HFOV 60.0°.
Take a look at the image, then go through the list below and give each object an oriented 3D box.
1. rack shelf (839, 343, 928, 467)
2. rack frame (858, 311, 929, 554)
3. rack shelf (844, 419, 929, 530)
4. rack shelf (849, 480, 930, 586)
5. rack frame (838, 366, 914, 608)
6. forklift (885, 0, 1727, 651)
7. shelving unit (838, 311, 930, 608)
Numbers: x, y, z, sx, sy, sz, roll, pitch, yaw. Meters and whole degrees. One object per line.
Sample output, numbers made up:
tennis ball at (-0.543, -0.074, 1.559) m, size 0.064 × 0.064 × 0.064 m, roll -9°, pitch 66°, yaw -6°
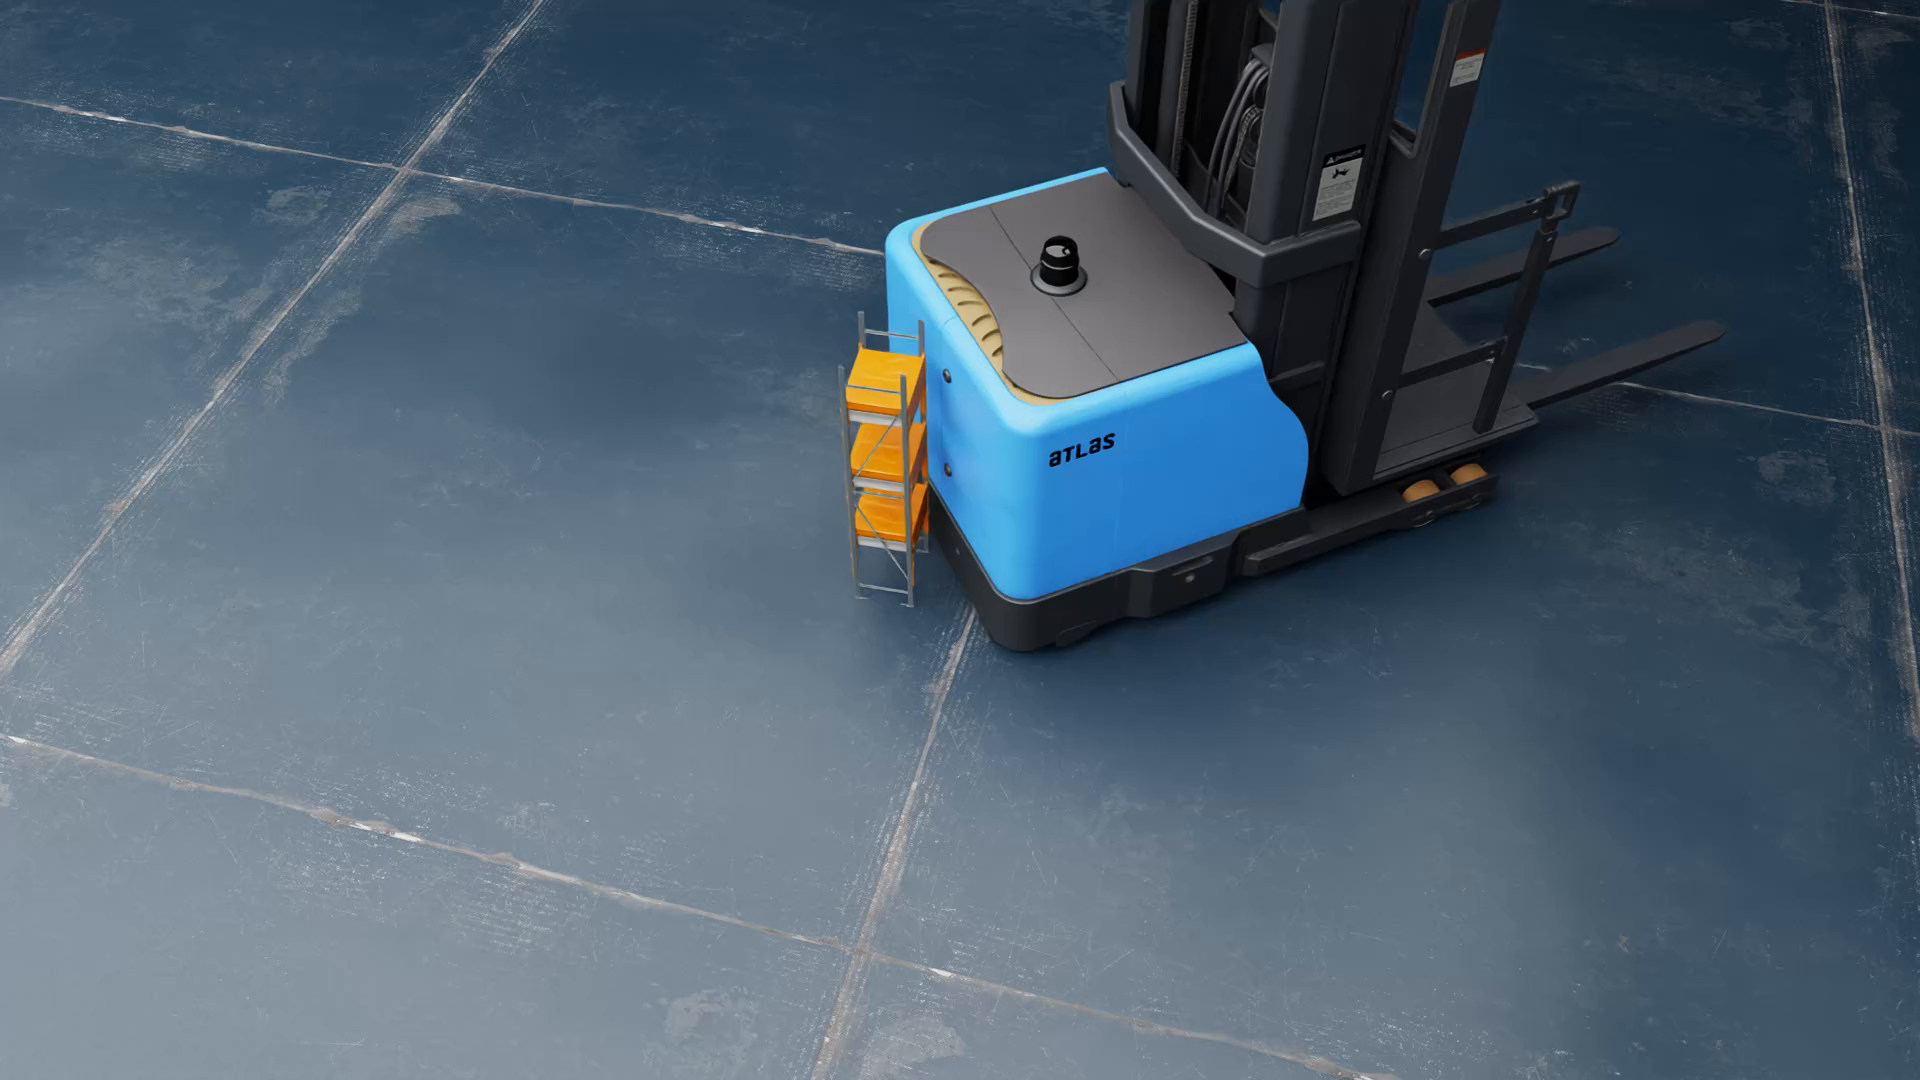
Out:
rack shelf at (-0.229, -0.409, 5.046) m, size 0.215 × 0.259 × 0.240 m, roll 9°, pitch 49°, yaw 8°
rack frame at (-0.205, -0.318, 5.330) m, size 0.200 × 1.050 × 0.008 m, roll 9°, pitch 49°, yaw 8°
rack shelf at (-0.229, -0.221, 5.259) m, size 0.215 × 0.259 × 0.240 m, roll 9°, pitch 49°, yaw 8°
rack shelf at (-0.229, -0.037, 5.467) m, size 0.215 × 0.259 × 0.240 m, roll 9°, pitch 49°, yaw 8°
rack frame at (-0.253, -0.138, 5.172) m, size 0.200 × 1.050 × 0.008 m, roll 9°, pitch 49°, yaw 8°
forklift at (1.314, -1.362, 4.997) m, size 3.031 × 2.935 × 1.130 m, roll -18°, pitch 51°, yaw -16°
shelving unit at (-0.229, -0.228, 5.251) m, size 0.215 × 1.050 × 0.252 m, roll 9°, pitch 49°, yaw 8°
